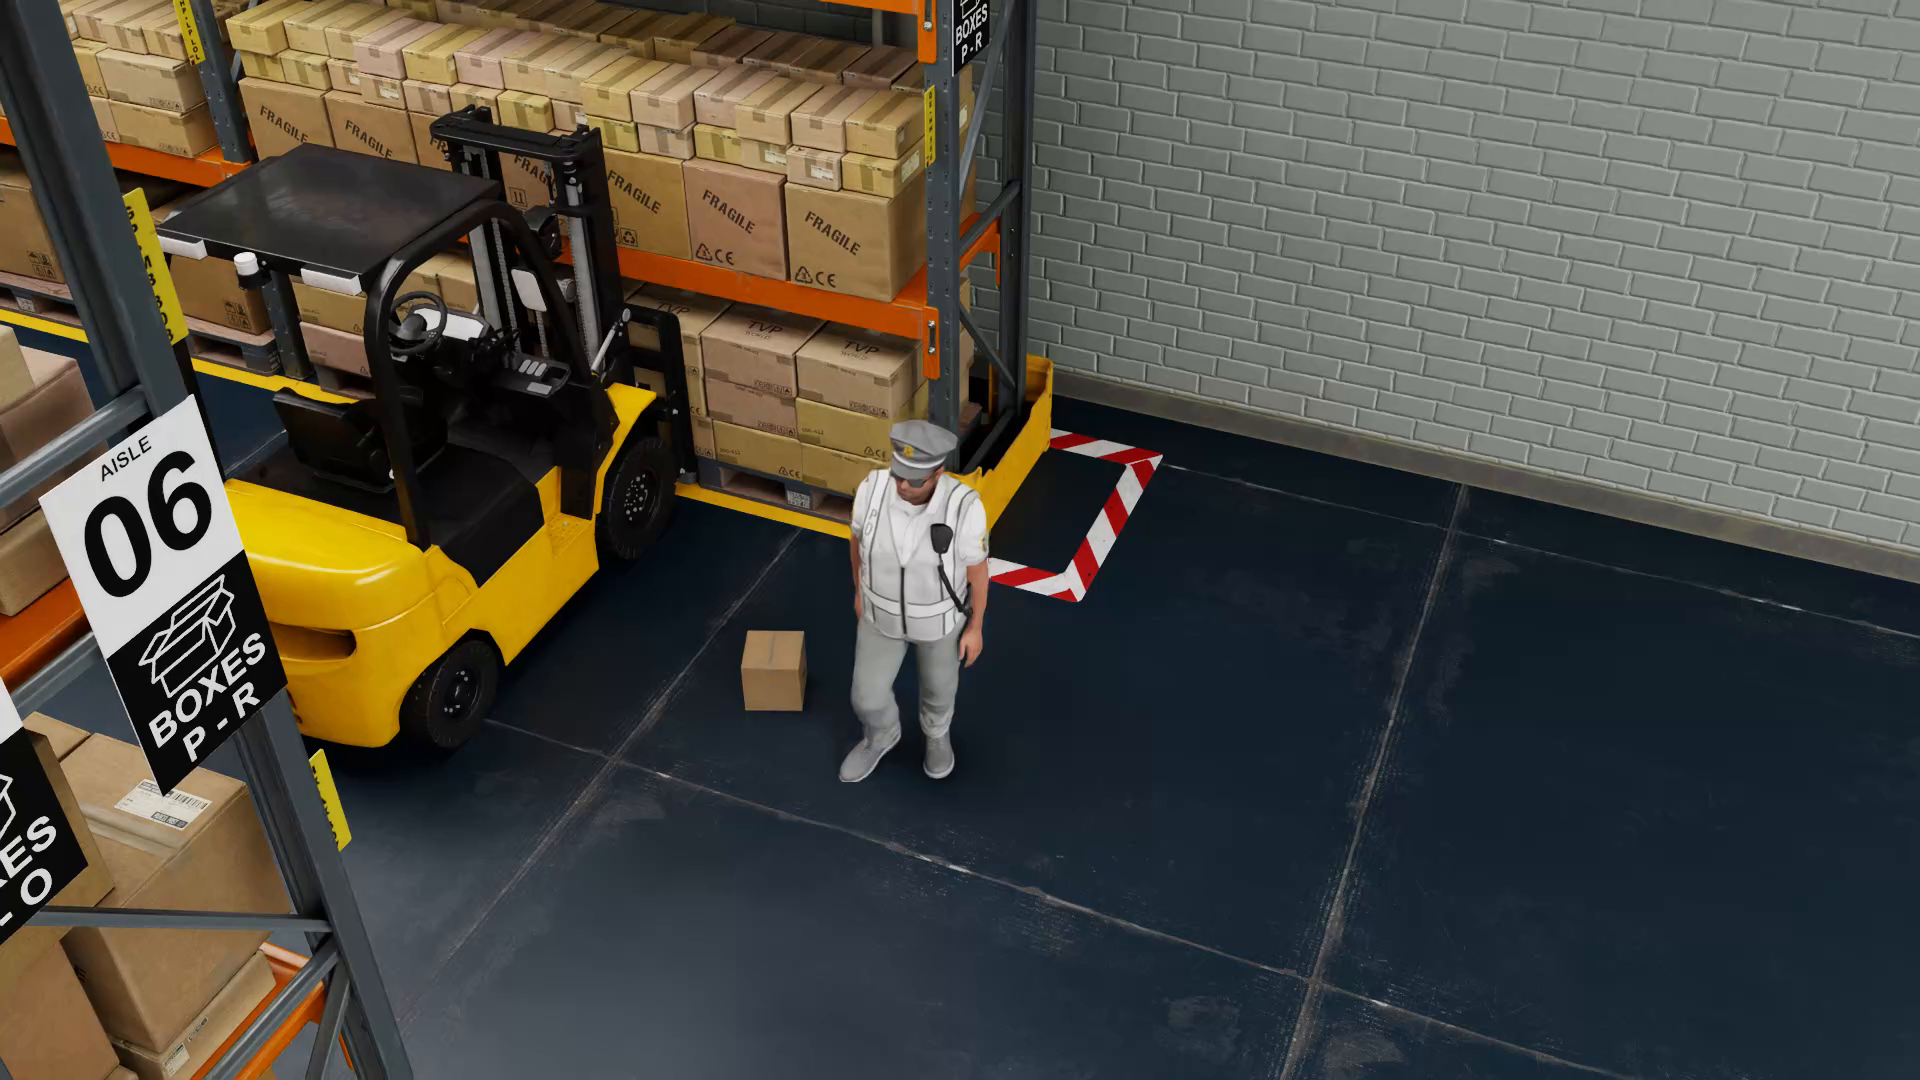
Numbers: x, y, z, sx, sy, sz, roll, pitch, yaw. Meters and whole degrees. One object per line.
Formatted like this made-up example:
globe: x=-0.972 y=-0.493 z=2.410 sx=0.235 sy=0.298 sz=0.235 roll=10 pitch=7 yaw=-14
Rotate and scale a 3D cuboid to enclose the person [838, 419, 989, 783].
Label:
person: x=-0.193 y=0.267 z=6.464 sx=0.619 sy=1.785 sz=0.487 roll=6 pitch=38 yaw=7
